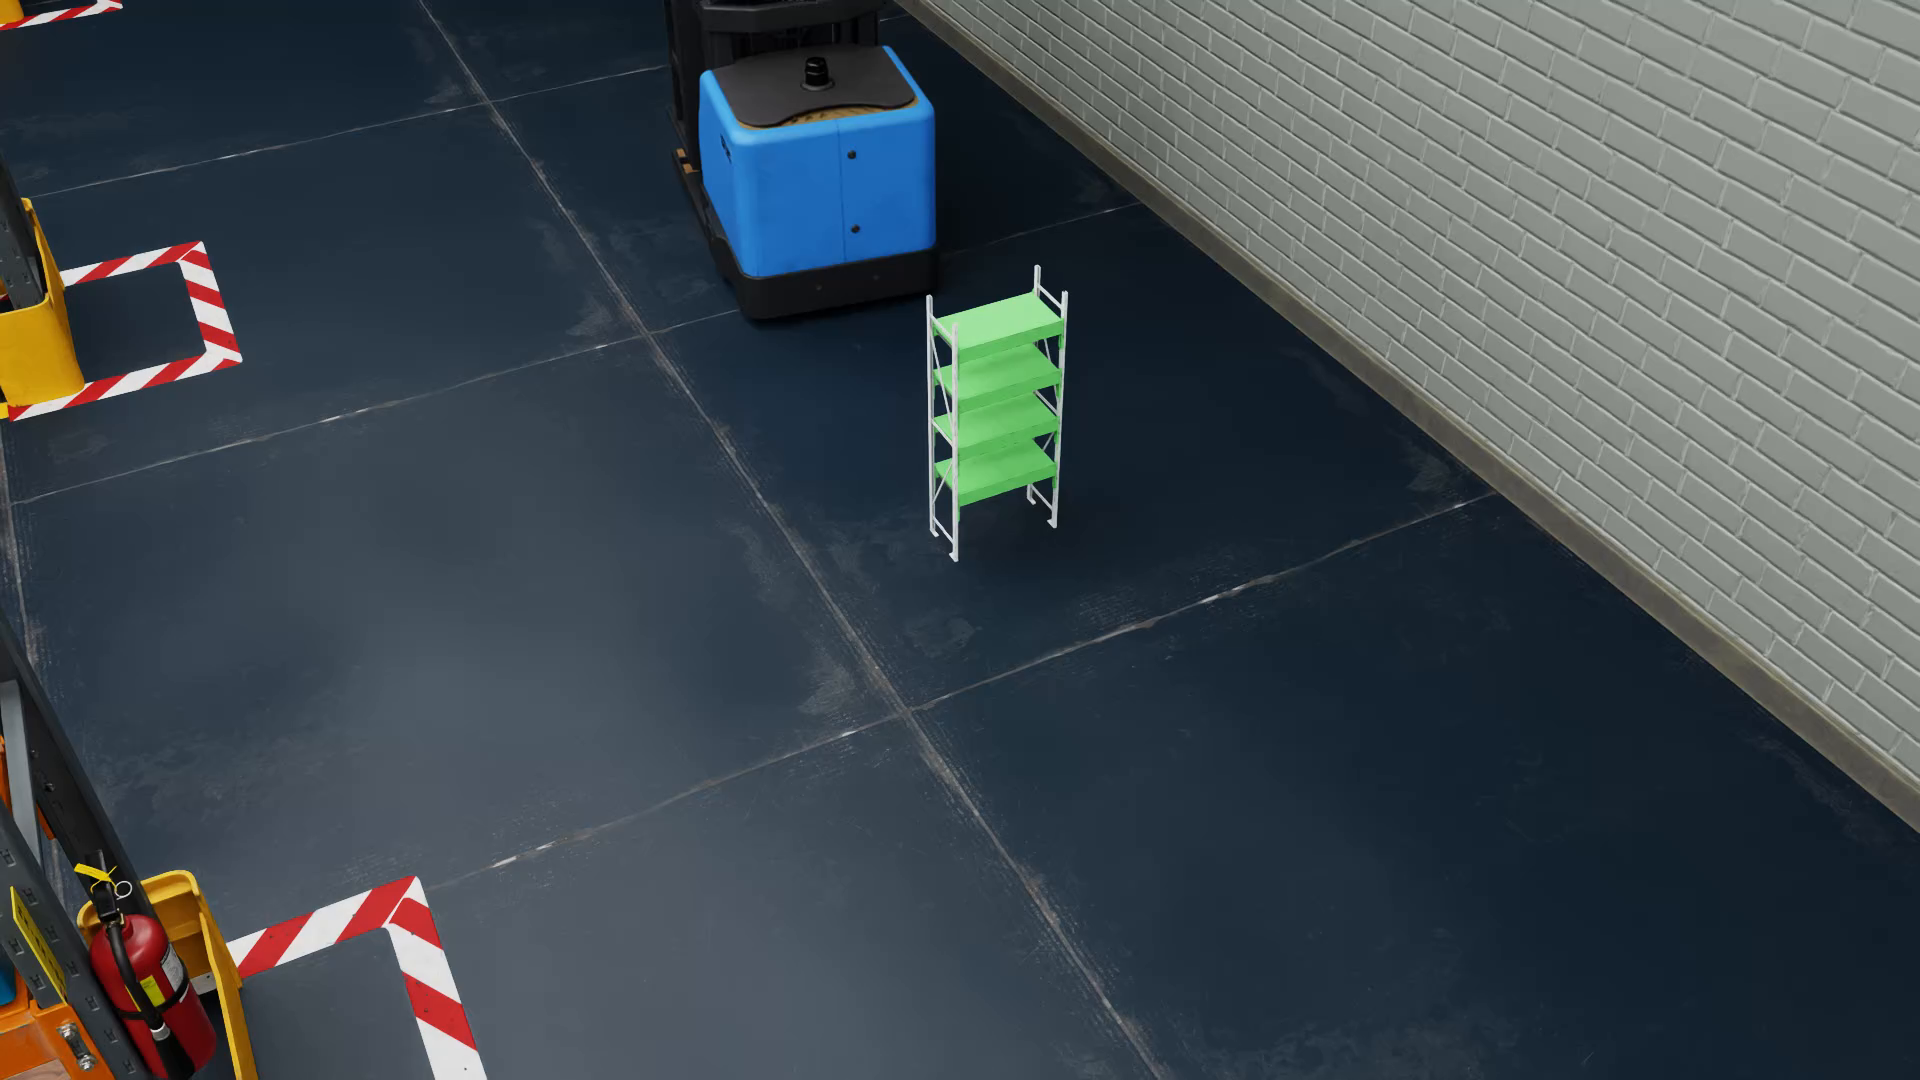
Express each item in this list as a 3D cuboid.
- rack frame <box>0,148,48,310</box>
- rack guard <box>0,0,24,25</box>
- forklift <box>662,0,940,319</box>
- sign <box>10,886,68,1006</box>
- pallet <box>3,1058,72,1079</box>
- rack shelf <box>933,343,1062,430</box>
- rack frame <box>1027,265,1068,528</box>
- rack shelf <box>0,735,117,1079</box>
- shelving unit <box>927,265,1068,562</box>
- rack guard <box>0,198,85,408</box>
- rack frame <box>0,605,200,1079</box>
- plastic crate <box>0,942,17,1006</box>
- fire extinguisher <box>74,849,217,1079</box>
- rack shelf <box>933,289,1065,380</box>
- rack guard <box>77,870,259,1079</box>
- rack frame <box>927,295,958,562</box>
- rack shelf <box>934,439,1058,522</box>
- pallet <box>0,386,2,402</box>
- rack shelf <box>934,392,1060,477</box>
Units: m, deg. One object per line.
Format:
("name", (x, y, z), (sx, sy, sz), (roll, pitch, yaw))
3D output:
("rack frame", (-4.614, -2.176, 7.499), (0.127, 3.000, 1.000), (-19, 44, -21))
("rack guard", (-6.885, -4.066, 11.667), (0.348, 0.500, 1.175), (-19, 44, -21))
("forklift", (-1.055, -3.205, 8.768), (1.130, 2.935, 3.031), (-12, 42, -14))
("sign", (-2.061, 0.912, 3.725), (0.005, 0.325, 0.100), (-19, 44, -21))
("pallet", (-3.079, 1.952, 4.781), (1.213, 0.211, 1.003), (-19, 44, -21))
("rack shelf", (0.147, -0.642, 6.807), (0.480, 0.148, 0.258), (-19, 44, -21))
("rack frame", (0.363, -0.580, 7.007), (0.015, 1.200, 0.240), (-19, 44, -21))
("rack shelf", (-4.103, 1.535, 3.671), (4.000, 0.370, 1.077), (-19, 44, -21))
("shelving unit", (0.147, -0.507, 6.921), (0.503, 1.200, 0.258), (-19, 44, -21))
("rack guard", (-4.682, -1.199, 8.279), (0.348, 0.500, 1.175), (-19, 44, -21))
("rack frame", (-2.330, 0.664, 4.144), (0.127, 3.000, 1.000), (-19, 44, -21))
("plastic crate", (-2.540, 0.834, 3.869), (0.499, 0.435, 0.616), (-19, 44, -21))
("fire extinguisher", (-1.986, 1.051, 4.035), (0.183, 0.674, 0.296), (-19, 44, -21))
("rack shelf", (0.147, -0.825, 6.652), (0.480, 0.148, 0.258), (-19, 44, -21))
("rack guard", (-2.314, 1.603, 4.969), (0.348, 0.500, 1.175), (-19, 44, -21))
("rack frame", (-0.070, -0.435, 6.835), (0.015, 1.200, 0.240), (-19, 44, -21))
("rack shelf", (0.147, -0.275, 7.117), (0.480, 0.148, 0.258), (-19, 44, -21))
("pallet", (-5.388, -0.850, 8.091), (1.213, 0.211, 1.003), (-19, 44, -21))
("rack shelf", (0.147, -0.459, 6.962), (0.480, 0.148, 0.258), (-19, 44, -21))
